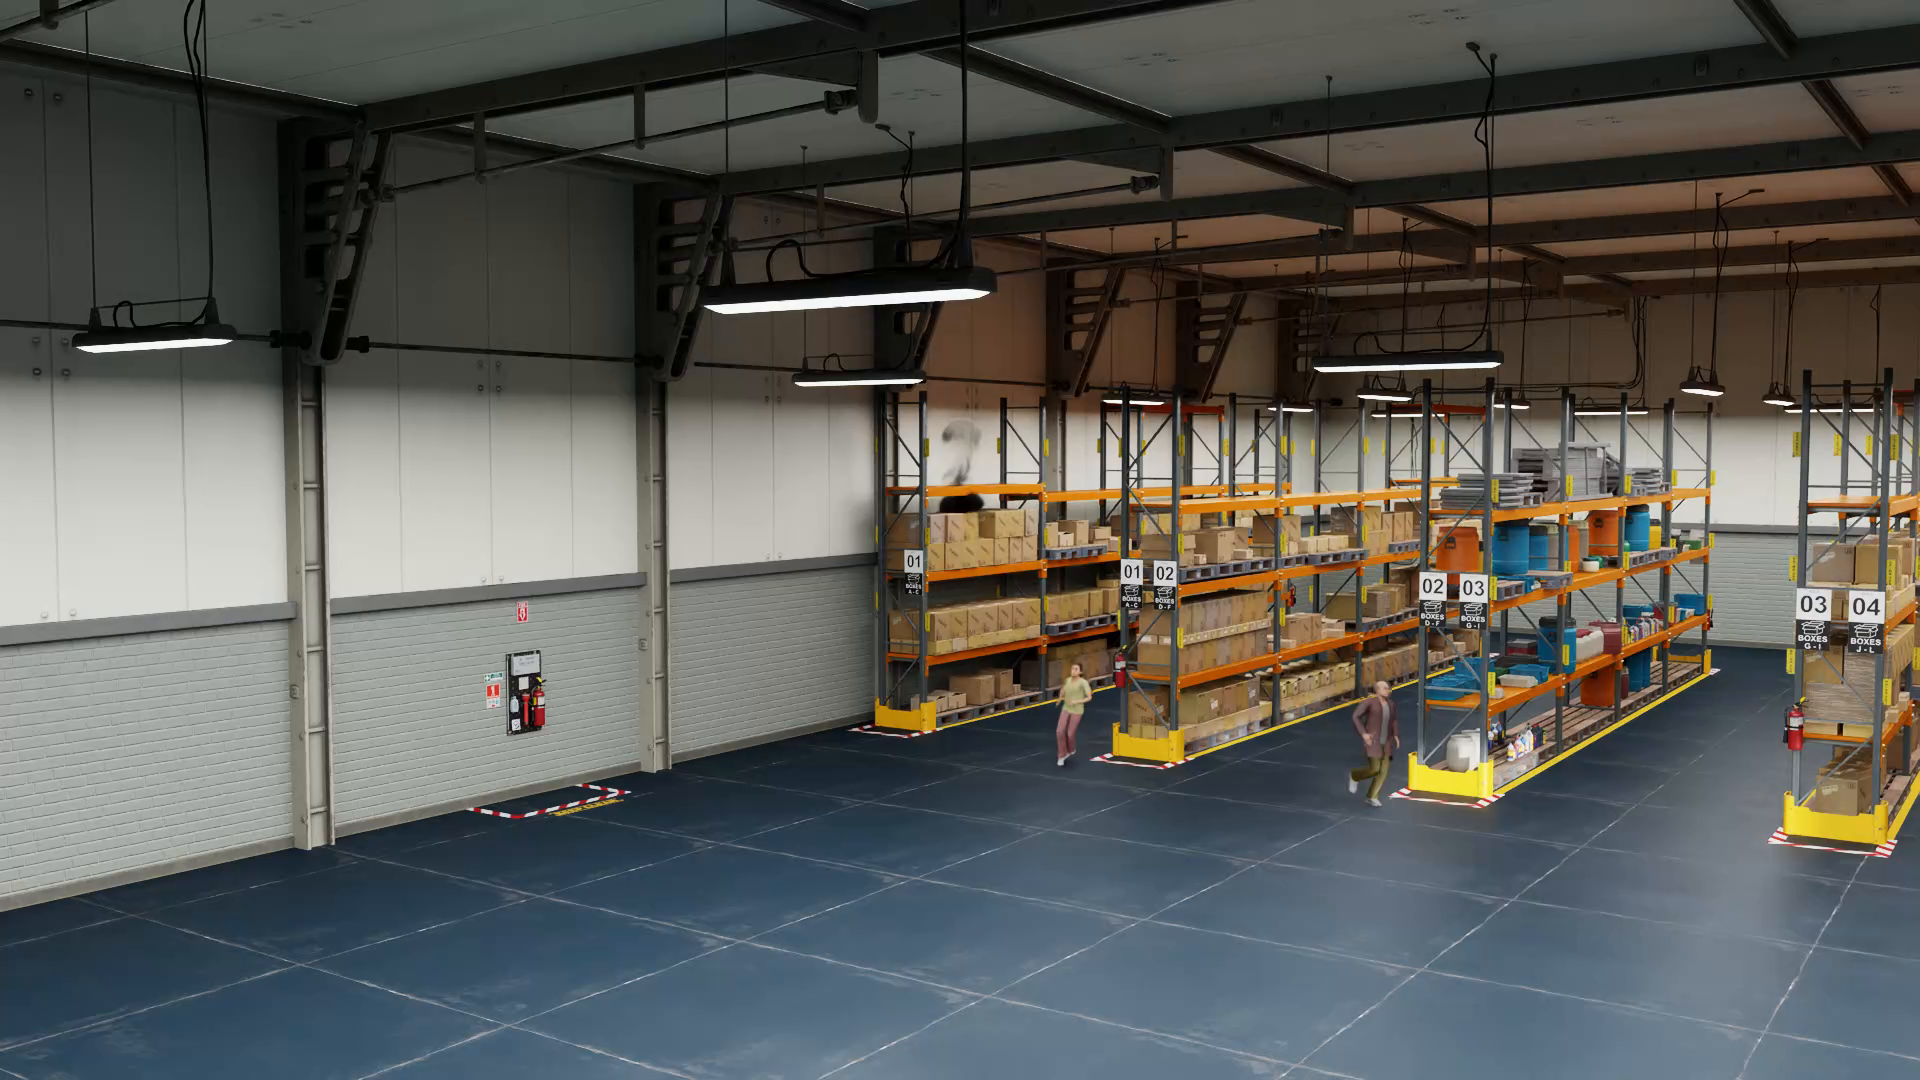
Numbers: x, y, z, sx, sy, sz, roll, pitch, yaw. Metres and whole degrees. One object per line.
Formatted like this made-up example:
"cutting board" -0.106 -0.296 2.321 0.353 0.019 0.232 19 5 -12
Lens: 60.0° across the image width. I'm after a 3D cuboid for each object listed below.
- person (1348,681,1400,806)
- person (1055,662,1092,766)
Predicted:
"person" 5.908 2.848 23.455 0.759 1.696 0.740 -1 3 -22
"person" 1.797 2.752 26.325 0.646 1.679 0.642 2 4 26
